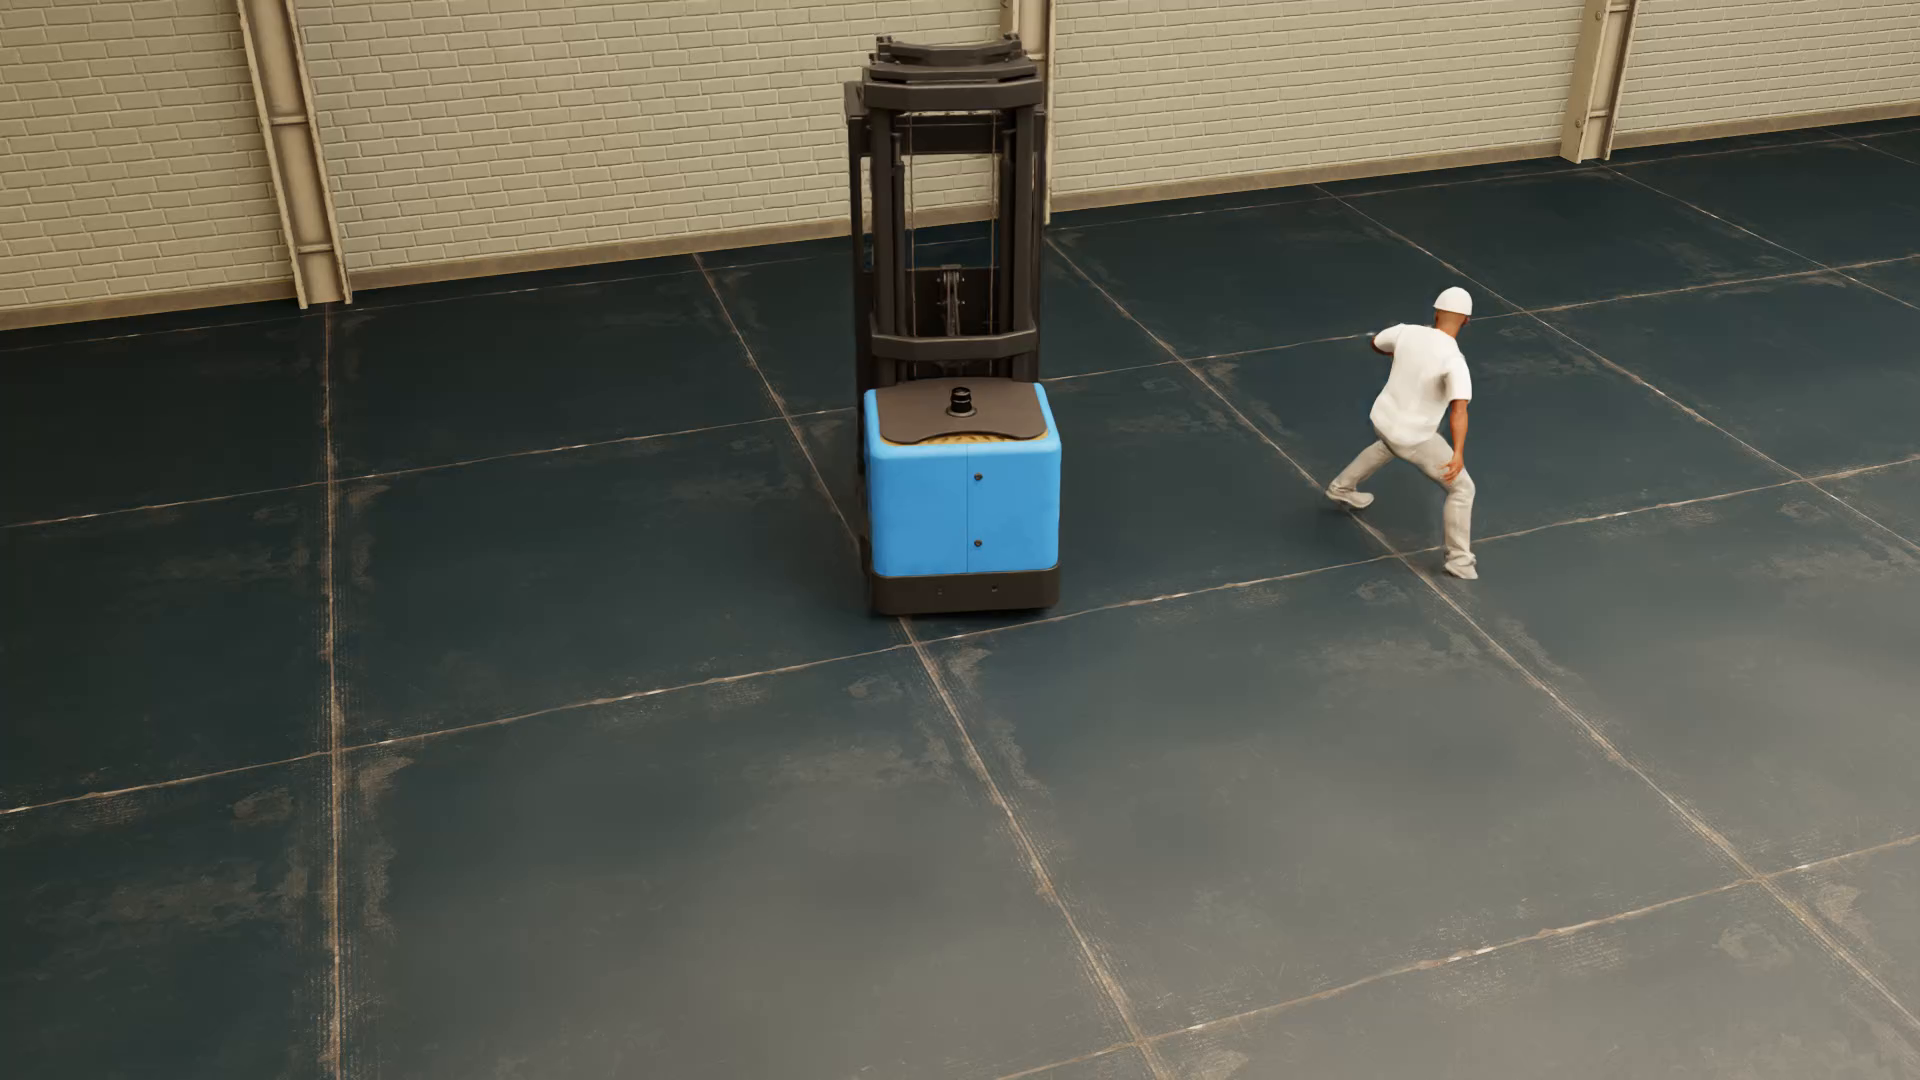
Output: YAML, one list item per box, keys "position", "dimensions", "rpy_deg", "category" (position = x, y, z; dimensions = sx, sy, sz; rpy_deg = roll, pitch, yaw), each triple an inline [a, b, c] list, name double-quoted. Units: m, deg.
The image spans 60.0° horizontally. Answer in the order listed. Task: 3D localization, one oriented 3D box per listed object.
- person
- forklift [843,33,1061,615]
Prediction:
- position: [2.679, -0.619, 9.592]
  dimensions: [0.556, 1.707, 1.194]
  rpy_deg: [-9, 31, -16]
  category: "person"
- position: [-0.098, -1.566, 9.809]
  dimensions: [1.130, 2.935, 3.031]
  rpy_deg: [-3, 30, -5]
  category: "forklift"
